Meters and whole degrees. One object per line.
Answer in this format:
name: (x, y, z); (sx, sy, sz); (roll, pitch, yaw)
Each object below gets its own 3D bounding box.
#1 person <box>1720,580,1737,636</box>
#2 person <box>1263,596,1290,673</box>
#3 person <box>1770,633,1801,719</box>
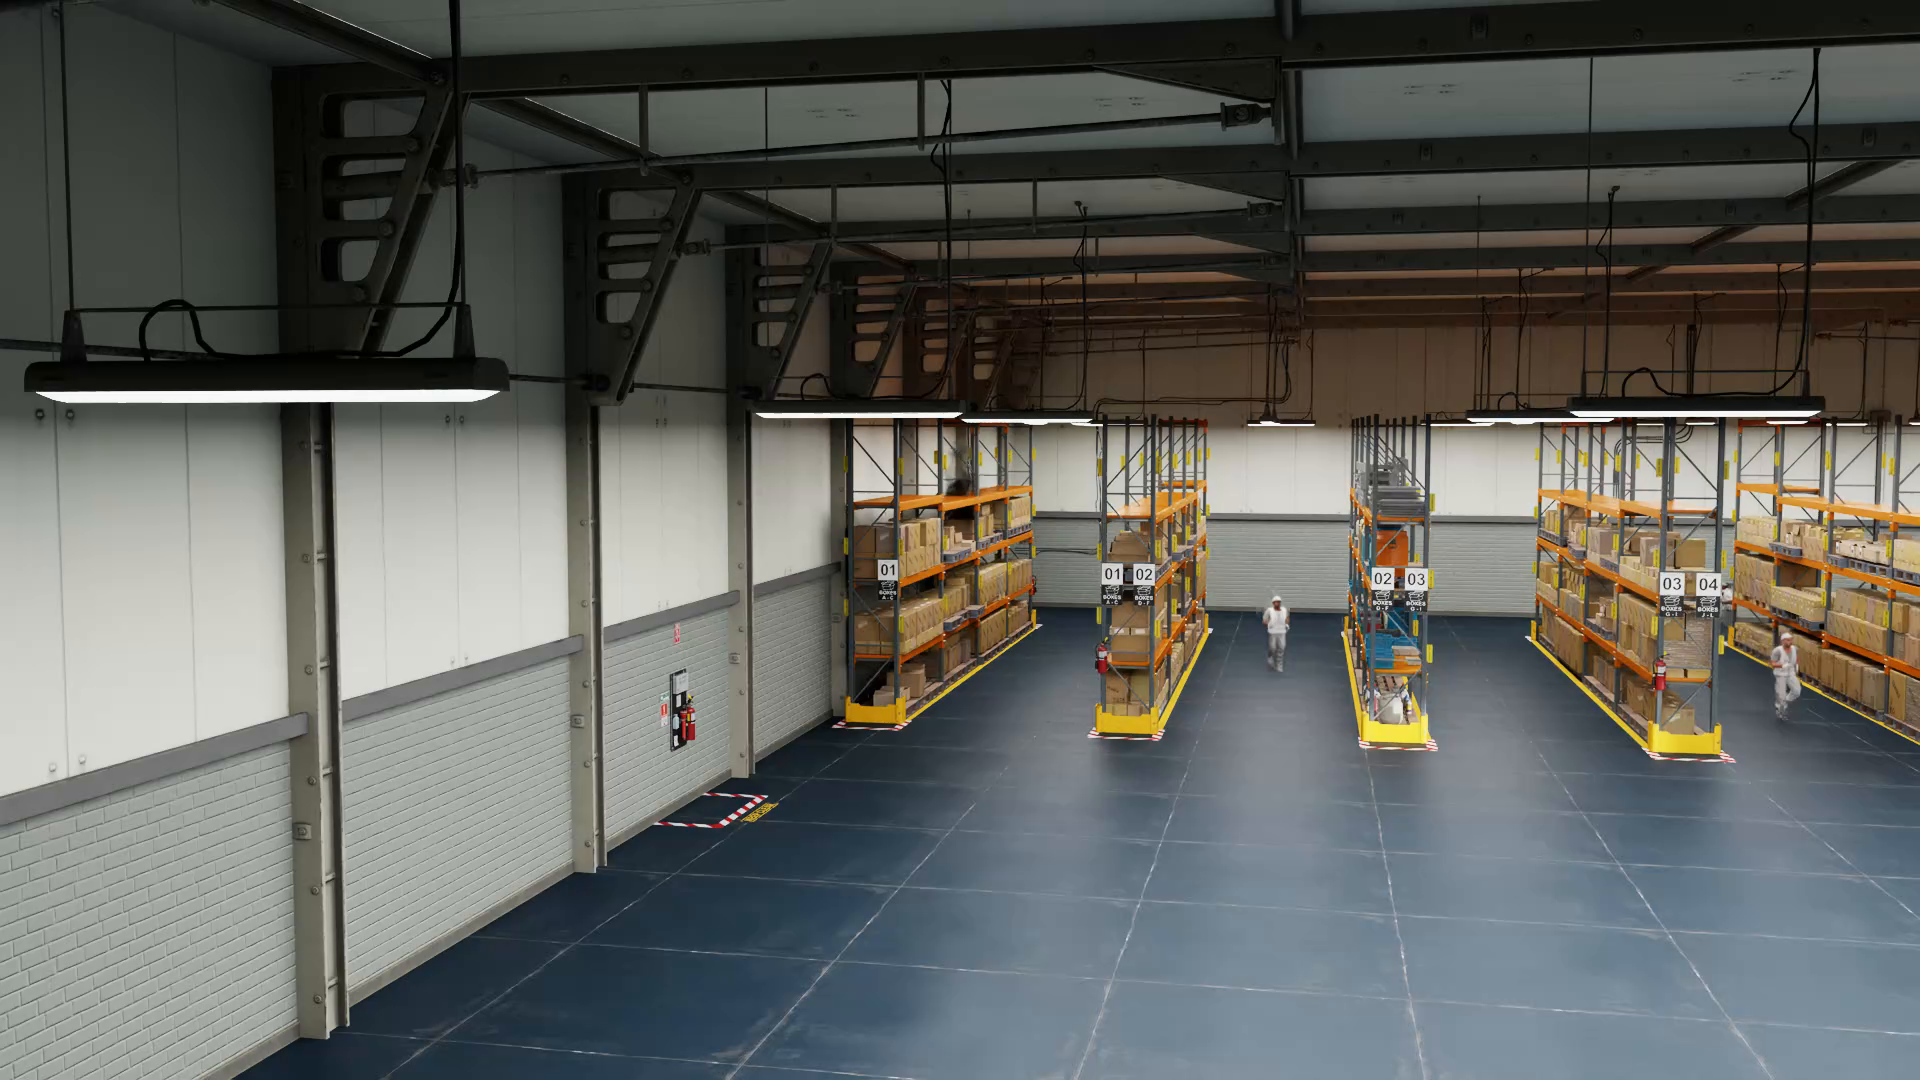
person: (20.893, 1.926, 45.289); (0.768, 1.691, 0.706); (0, 4, 3)
person: (7.498, 2.209, 39.334); (0.682, 1.768, 0.940); (0, 4, -3)
person: (16.187, 2.670, 32.531); (0.705, 1.728, 0.741); (0, 4, -5)
